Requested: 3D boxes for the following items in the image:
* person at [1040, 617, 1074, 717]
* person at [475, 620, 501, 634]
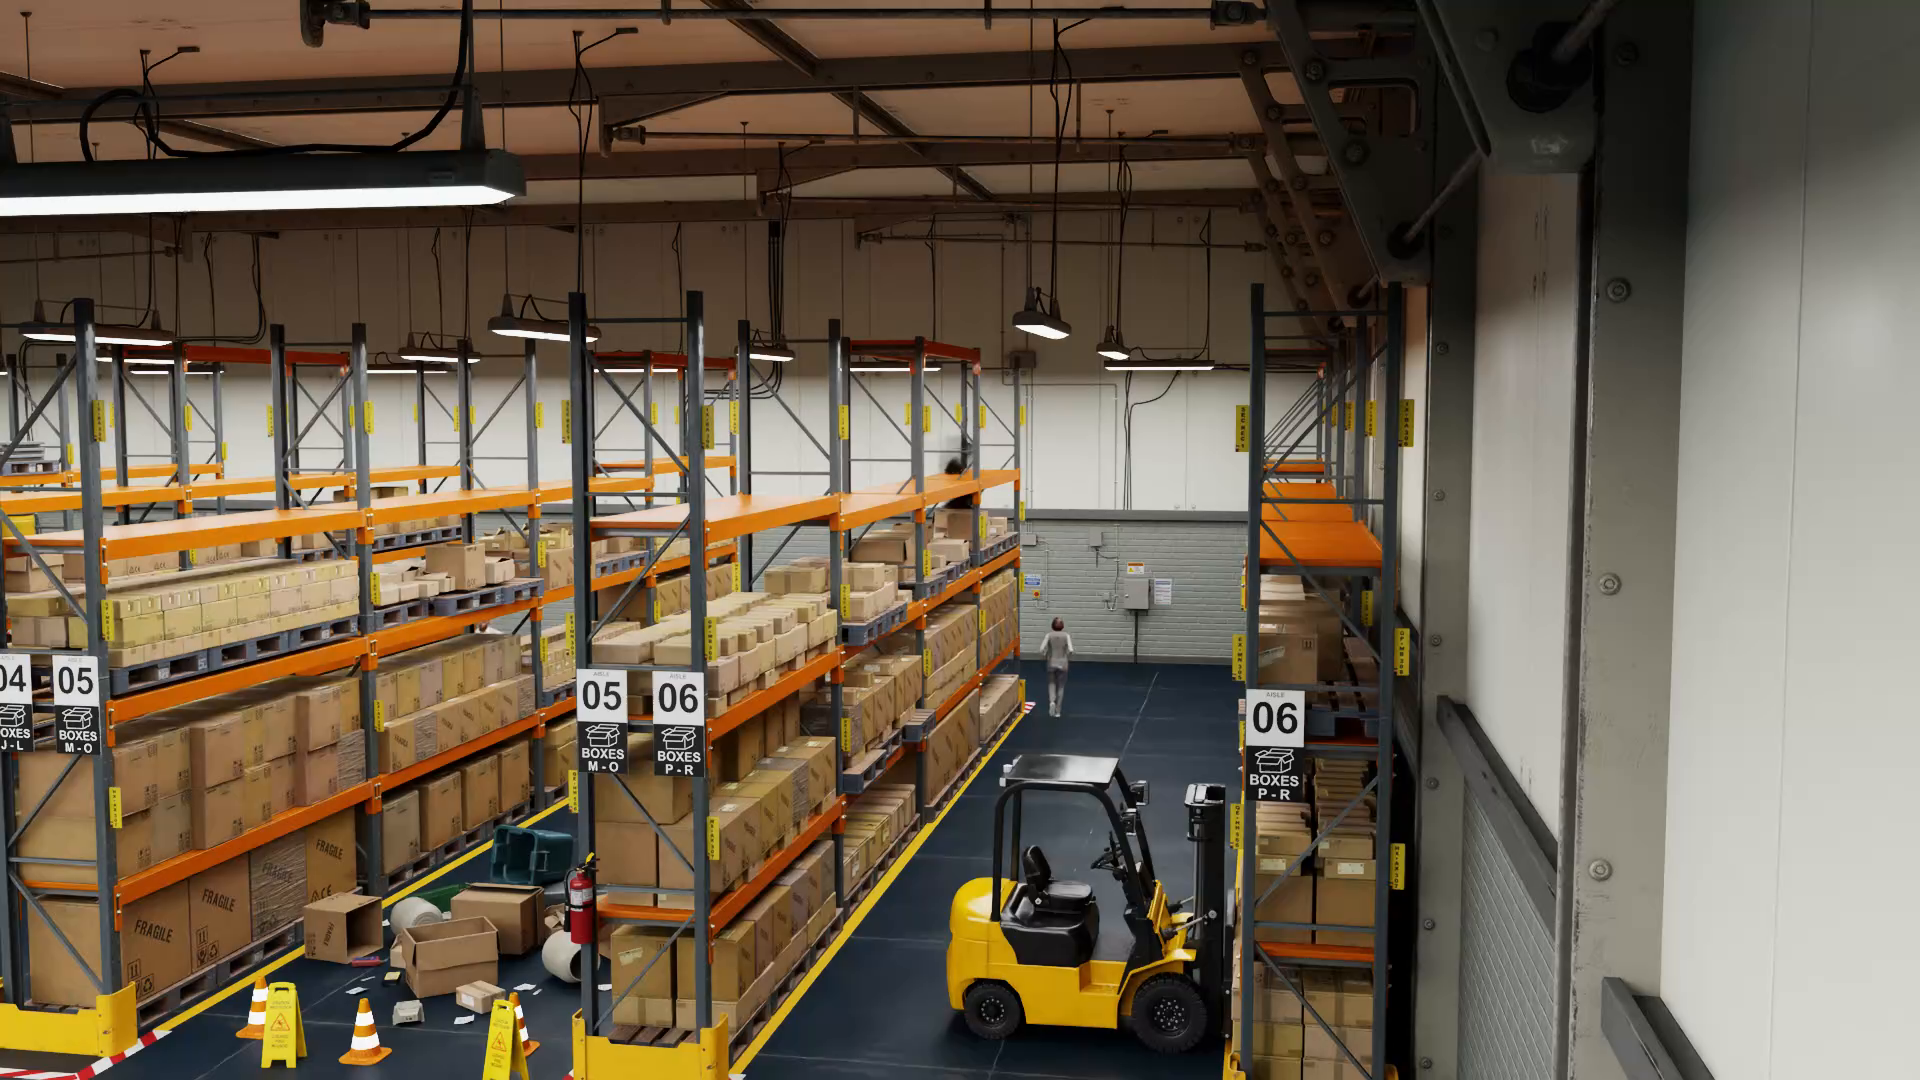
[{"bbox_3d":[1.539,1.993,26.203,0.503,1.555,0.512,0,5,6],"label":"person"},{"bbox_3d":[-7.934,2.065,27.691,0.666,1.743,0.595,1,5,9],"label":"person"}]
